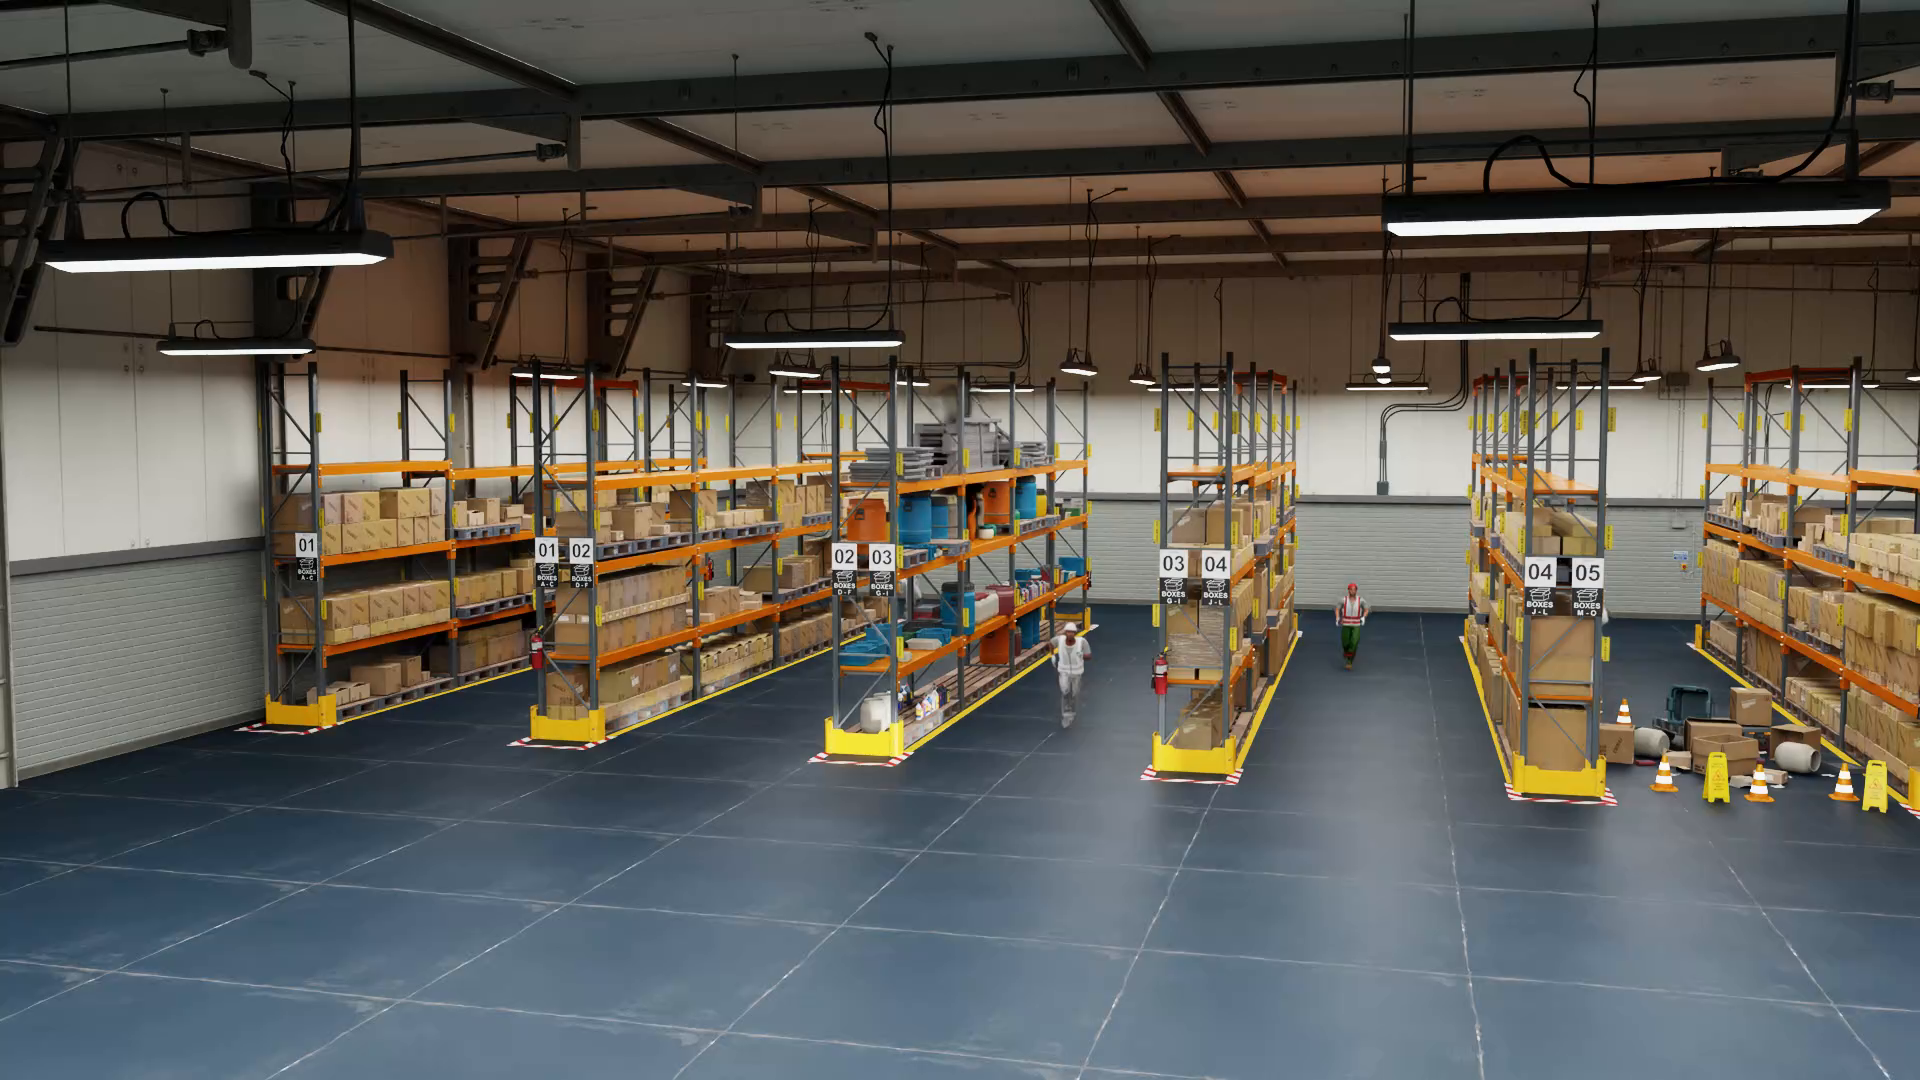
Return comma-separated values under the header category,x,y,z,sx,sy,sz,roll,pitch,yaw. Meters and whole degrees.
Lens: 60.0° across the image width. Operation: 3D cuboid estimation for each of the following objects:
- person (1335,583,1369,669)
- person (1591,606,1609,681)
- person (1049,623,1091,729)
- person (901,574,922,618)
category,x,y,z,sx,sy,sz,roll,pitch,yaw
person,8.022,1.748,34.031,0.671,1.749,0.718,1,4,13
person,12.030,1.897,31.713,0.668,1.855,0.862,1,4,10
person,1.813,2.206,27.347,0.668,1.745,0.940,0,4,-1
person,-1.254,1.179,42.531,0.638,1.655,0.570,-3,5,-40
